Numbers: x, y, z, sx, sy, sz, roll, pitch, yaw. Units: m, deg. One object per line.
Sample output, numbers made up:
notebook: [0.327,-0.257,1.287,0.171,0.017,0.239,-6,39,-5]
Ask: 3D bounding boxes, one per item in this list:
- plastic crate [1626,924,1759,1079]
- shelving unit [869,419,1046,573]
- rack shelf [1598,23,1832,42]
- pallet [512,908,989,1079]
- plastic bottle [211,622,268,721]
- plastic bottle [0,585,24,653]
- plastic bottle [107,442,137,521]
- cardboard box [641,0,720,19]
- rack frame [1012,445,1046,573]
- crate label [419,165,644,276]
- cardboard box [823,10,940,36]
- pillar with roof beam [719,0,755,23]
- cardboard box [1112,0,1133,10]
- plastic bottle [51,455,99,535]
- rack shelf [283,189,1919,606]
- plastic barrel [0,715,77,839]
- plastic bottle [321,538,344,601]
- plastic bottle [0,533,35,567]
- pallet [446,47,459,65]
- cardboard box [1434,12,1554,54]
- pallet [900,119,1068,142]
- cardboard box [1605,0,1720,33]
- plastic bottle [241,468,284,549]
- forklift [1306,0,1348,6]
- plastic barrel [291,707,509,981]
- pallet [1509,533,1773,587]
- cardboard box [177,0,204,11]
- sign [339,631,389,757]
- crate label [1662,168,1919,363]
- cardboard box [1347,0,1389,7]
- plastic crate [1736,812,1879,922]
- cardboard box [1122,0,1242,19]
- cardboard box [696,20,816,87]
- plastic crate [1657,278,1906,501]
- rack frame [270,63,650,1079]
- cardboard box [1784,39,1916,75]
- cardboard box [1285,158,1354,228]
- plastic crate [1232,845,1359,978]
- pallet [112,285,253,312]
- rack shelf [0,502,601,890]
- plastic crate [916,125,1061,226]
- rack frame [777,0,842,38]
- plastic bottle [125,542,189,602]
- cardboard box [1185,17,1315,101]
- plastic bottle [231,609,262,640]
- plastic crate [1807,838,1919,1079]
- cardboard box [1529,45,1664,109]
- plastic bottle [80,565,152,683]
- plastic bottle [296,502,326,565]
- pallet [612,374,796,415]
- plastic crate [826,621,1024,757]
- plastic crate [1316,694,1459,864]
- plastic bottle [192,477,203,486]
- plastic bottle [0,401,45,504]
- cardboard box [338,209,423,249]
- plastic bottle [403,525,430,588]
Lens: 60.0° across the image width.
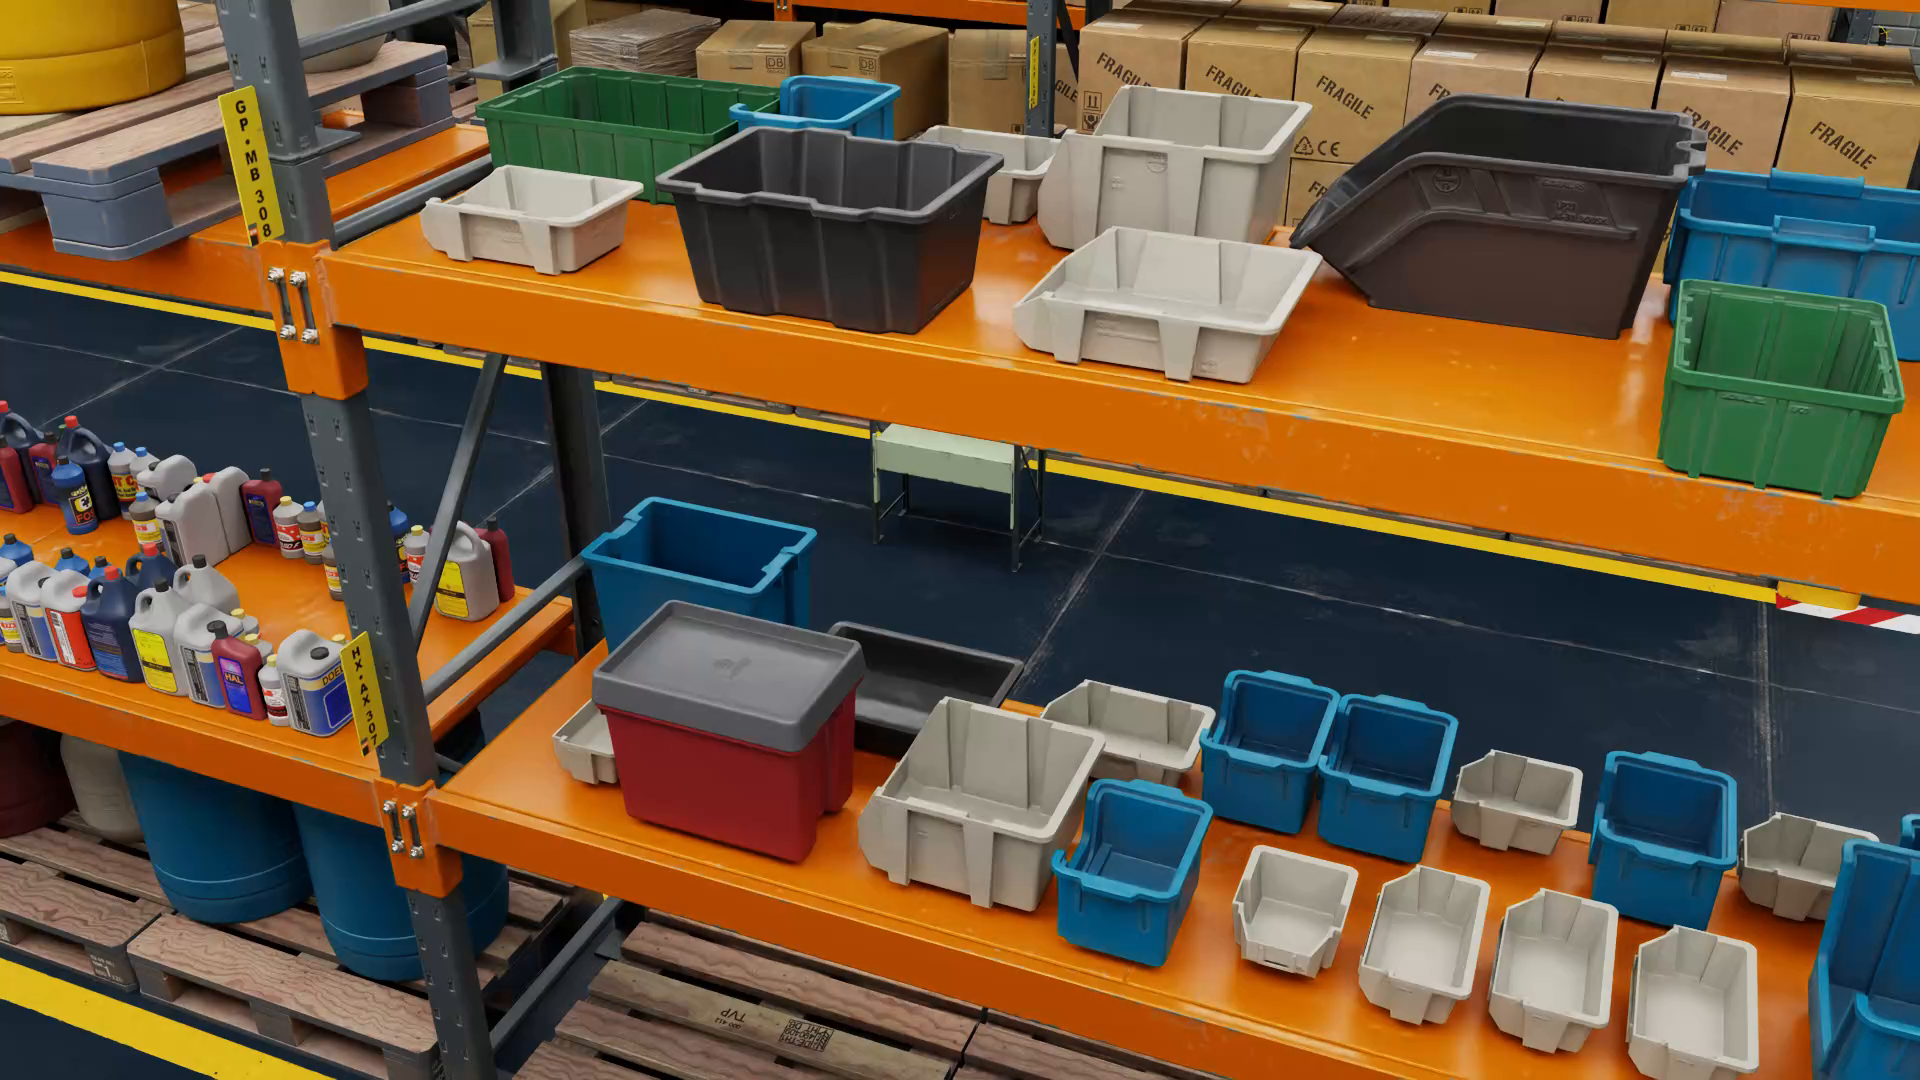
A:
plastic crate: [1.579,1.023,3.598,0.243,0.136,0.396,11,31,19]
shelving unit: [-0.006,-0.654,7.883,0.755,1.500,0.431,11,31,19]
rack shelf: [4.274,-3.571,12.251,4.000,0.370,1.077,11,31,19]
pallet: [-0.608,1.595,5.213,1.213,0.211,1.003,11,31,19]
plastic bottle: [-2.022,0.366,4.672,0.133,0.283,0.061,11,31,19]
plastic bottle: [-2.839,0.229,4.998,0.097,0.201,0.097,0,29,0]
plastic bottle: [-2.850,-0.206,5.698,0.097,0.271,0.097,0,29,0]
cardboard box: [-2.477,-4.667,14.790,0.500,0.250,0.500,12,32,20]
rack frame: [0.333,-0.586,7.763,0.023,1.500,0.400,11,31,19]
crate label: [-0.959,-0.706,3.670,0.466,0.136,0.293,11,31,19]
cardboard box: [-0.653,-4.045,14.117,0.750,0.750,0.750,11,31,18]
pillar with roof beam: [-3.783,-6.278,10.212,0.400,9.000,9.100,11,31,19]
cardboard box: [1.269,-4.213,12.891,0.250,0.149,0.380,11,31,19]
plastic bottle: [-2.994,-0.159,5.613,0.097,0.271,0.097,0,29,0]
rack shelf: [0.550,-0.360,3.521,4.000,0.370,1.077,11,31,19]
plastic barrel: [-3.504,0.682,6.020,0.708,0.588,0.600,11,31,19]
plastic bottle: [-1.958,0.083,5.257,0.097,0.201,0.097,0,29,0]
plastic bottle: [-2.906,0.105,5.147,0.097,0.271,0.097,0,29,0]
pallet: [-5.628,-4.628,16.224,1.213,0.211,1.003,11,31,19]
cardboard box: [2.537,-2.218,8.007,0.500,0.500,0.500,11,31,19]
pallet: [-0.137,-2.109,9.128,1.213,0.211,1.003,11,31,19]
cardboard box: [4.973,-3.864,11.733,0.700,0.700,0.980,11,31,19]
plastic bottle: [-2.306,-0.113,5.520,0.133,0.283,0.061,11,31,19]
forklift: [1.839,-3.276,11.068,1.130,2.935,3.031,-7,30,-13]
plastic barrel: [-1.801,0.885,5.341,0.708,0.901,0.600,11,31,19]
pallet: [3.459,-0.202,8.393,1.213,0.211,1.003,11,31,19]
cardboard box: [-5.193,-3.179,10.724,0.500,0.500,0.500,11,31,19]
sign: [-1.512,0.393,4.225,0.005,0.325,0.100,11,31,19]
crate label: [1.669,-0.556,3.288,0.502,0.251,0.408,11,31,19]
cardboard box: [2.918,-4.277,12.464,0.700,0.700,0.980,12,32,20]
plastic crate: [2.032,0.799,3.995,0.298,0.136,0.250,11,31,19]
cardboard box: [1.128,-2.498,8.504,0.500,0.500,0.500,11,31,19]
cardboard box: [-1.098,-2.520,9.131,0.500,0.500,0.700,4,30,6]
plastic crate: [1.382,-0.263,2.834,0.336,0.188,0.450,11,31,19]
rack frame: [-1.304,0.263,4.736,0.127,3.000,1.000,11,31,19]
cardboard box: [3.957,-1.936,7.509,0.500,0.500,0.500,12,32,21]
cardboard box: [1.870,-1.633,7.989,0.500,0.500,0.500,11,31,19]
plastic crate: [0.767,0.876,3.858,0.250,0.136,0.298,11,31,19]
pallet: [-5.019,-1.917,11.428,1.213,0.211,1.003,11,31,19]
rack shelf: [-3.157,0.206,5.568,4.000,0.370,1.077,11,31,19]
plastic crate: [0.018,-0.866,3.954,0.466,0.136,0.293,11,31,19]
rack frame: [-1.285,-4.994,14.037,0.127,3.000,1.000,11,31,19]
plastic bottle: [-2.396,0.164,4.962,0.185,0.351,0.144,11,31,19]
cardboard box: [1.371,-2.163,7.911,0.500,0.500,0.500,10,31,18]
plastic bottle: [-2.099,0.296,4.880,0.097,0.201,0.097,0,29,0]
plastic crate: [2.022,0.985,3.363,0.499,0.435,0.616,11,31,19]
cardboard box: [2.802,-1.877,7.405,0.500,0.500,0.500,12,32,20]
plastic bottle: [-2.450,0.229,4.846,0.185,0.351,0.144,11,31,19]
plastic bottle: [-2.116,-0.029,5.456,0.097,0.201,0.097,0,29,0]
pallet: [-1.340,-1.139,10.051,1.213,0.211,1.003,11,31,19]
plastic crate: [-0.165,0.441,4.640,0.590,0.125,0.437,11,31,19]
plastic crate: [1.078,0.610,4.231,0.300,0.233,0.416,11,31,19]
plastic bottle: [-2.544,-0.115,5.607,0.097,0.201,0.097,0,29,0]
plastic bottle: [-3.284,-0.315,5.810,0.185,0.351,0.144,11,31,19]
cardboard box: [-3.722,-1.949,10.448,0.500,0.311,0.500,12,32,20]
plastic bottle: [-1.720,0.049,5.316,0.097,0.201,0.097,0,29,0]
